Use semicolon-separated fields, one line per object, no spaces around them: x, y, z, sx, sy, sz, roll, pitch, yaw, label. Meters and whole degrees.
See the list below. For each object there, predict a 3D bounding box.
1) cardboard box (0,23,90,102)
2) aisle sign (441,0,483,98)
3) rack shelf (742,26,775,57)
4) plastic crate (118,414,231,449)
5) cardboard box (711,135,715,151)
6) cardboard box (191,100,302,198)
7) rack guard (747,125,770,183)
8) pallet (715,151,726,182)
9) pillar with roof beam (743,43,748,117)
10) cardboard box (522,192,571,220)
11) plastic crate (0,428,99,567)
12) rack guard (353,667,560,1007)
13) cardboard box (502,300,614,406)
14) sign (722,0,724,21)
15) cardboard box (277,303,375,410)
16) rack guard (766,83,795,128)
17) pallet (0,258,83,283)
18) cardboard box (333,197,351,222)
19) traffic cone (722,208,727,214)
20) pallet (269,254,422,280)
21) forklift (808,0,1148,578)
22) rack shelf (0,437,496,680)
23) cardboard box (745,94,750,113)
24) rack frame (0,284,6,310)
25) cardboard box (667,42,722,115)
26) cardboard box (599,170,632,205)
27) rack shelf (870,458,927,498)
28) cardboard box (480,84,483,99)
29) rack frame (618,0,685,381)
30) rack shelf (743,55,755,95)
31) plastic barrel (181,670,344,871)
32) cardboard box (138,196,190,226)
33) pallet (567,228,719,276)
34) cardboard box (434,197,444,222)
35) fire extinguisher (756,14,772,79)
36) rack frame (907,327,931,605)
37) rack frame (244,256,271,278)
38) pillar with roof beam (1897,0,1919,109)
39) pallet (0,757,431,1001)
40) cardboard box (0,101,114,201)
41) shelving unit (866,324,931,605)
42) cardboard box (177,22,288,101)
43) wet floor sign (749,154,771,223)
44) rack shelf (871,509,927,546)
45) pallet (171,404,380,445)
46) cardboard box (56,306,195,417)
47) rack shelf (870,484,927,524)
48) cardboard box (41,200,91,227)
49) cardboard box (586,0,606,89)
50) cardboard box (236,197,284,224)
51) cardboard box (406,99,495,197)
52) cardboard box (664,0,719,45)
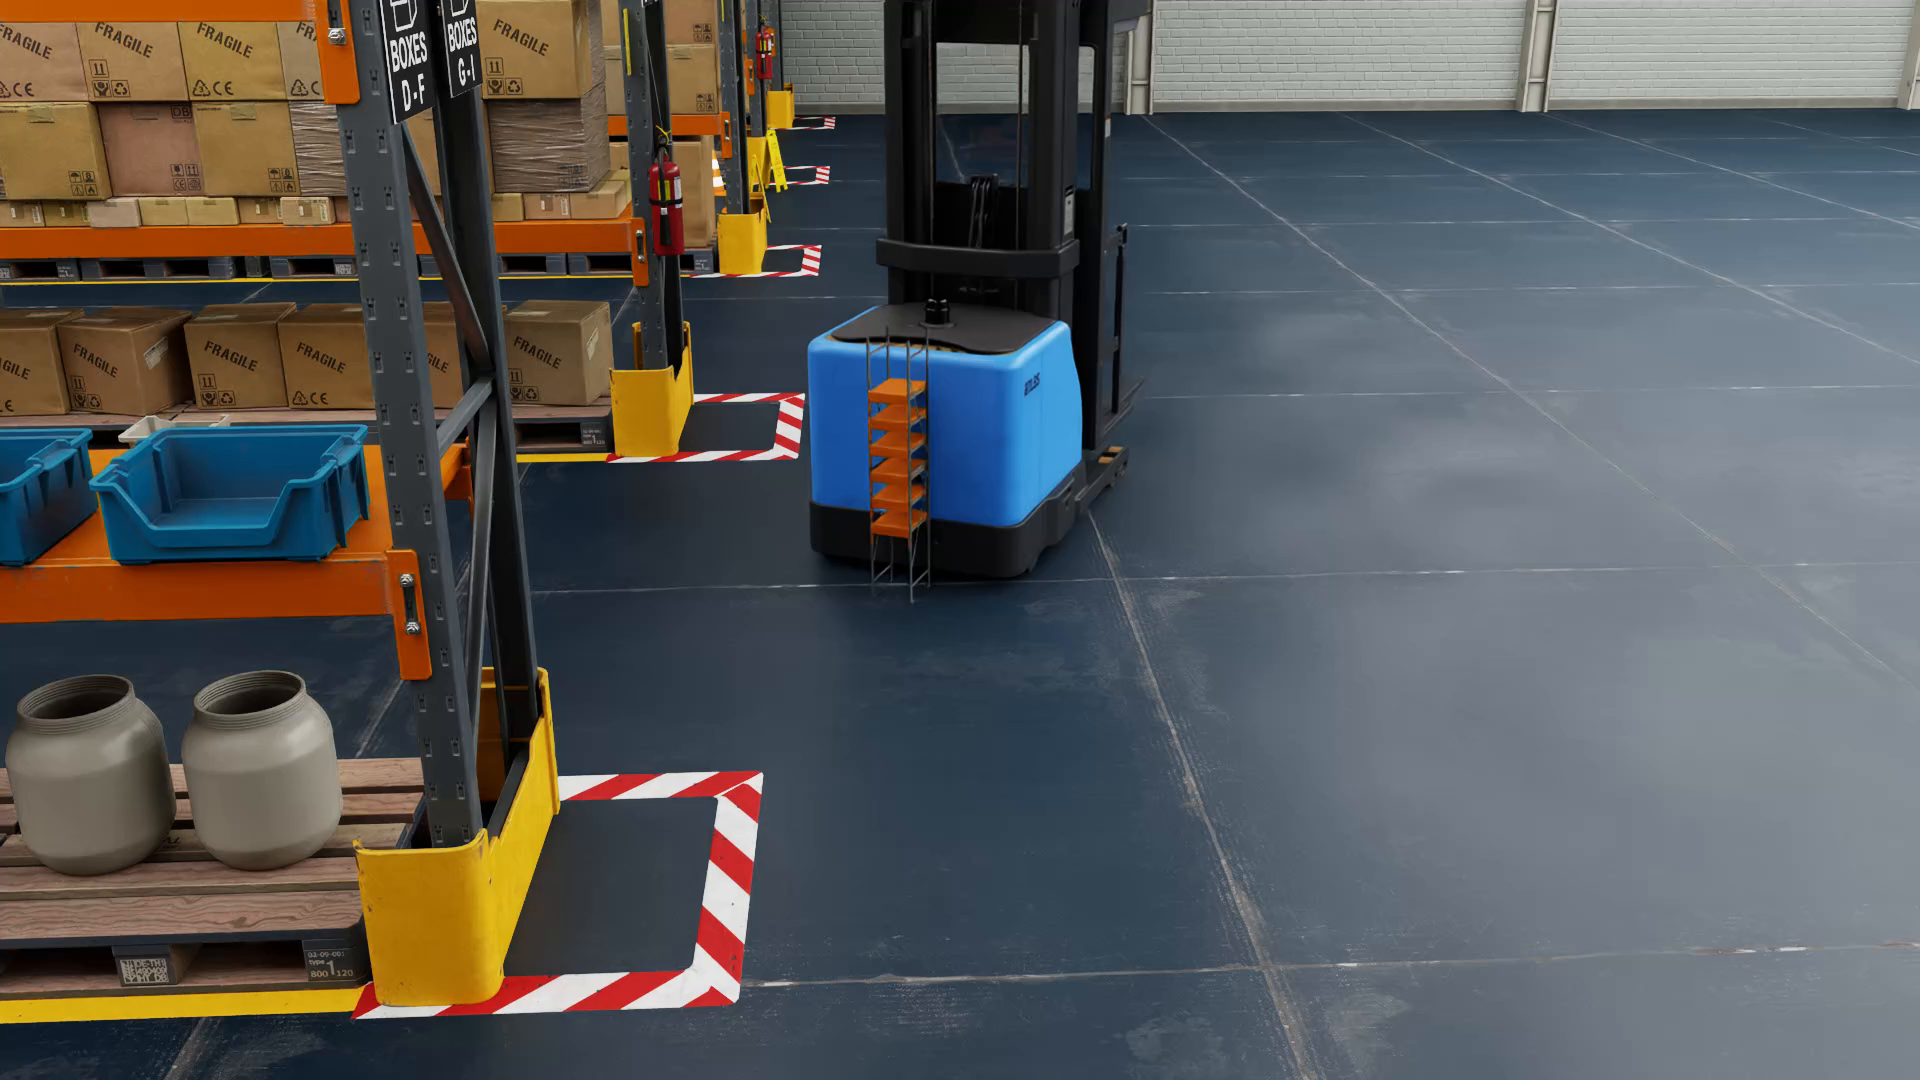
-4.758;-2.578;8.713;0.500;0.500;0.500;-1;21;-3;cardboard box
-1.389;-1.638;4.553;0.004;0.787;0.394;-1;21;-3;aisle sign
-4.577;-6.983;23.258;4.000;0.370;1.077;-1;21;-3;rack shelf
-2.356;-0.290;5.038;0.250;0.136;0.298;-1;21;-3;plastic crate
-3.114;-4.590;19.236;0.500;0.250;0.500;-1;21;-3;cardboard box
-3.772;-2.207;9.144;0.500;0.500;0.875;-1;21;-3;cardboard box
-2.369;-4.427;19.047;0.348;0.500;1.175;-1;21;-3;rack guard
-3.182;-4.288;19.088;1.213;0.211;1.003;-1;21;-3;pallet
-3.081;-8.941;18.957;0.400;9.000;9.100;-1;21;-3;pillar with roof beam
-2.250;-1.875;9.184;0.250;0.149;0.380;-1;21;-3;cardboard box
-2.576;-0.120;4.430;0.408;0.251;0.499;-1;21;-3;plastic crate
-1.518;0.869;5.135;0.348;0.500;1.175;-1;21;-3;rack guard
-2.352;-1.098;9.712;0.500;0.500;0.500;3;21;7;cardboard box
-1.892;-4.299;13.238;0.005;0.325;0.100;-1;21;-3;sign
-3.573;-1.068;9.632;0.500;0.500;0.500;1;21;2;cardboard box
-2.556;-6.192;23.683;0.348;0.500;1.175;-1;21;-3;rack guard
-7.890;-2.388;14.096;1.213;0.211;1.003;-1;21;-3;pallet
-3.247;-1.849;9.115;0.250;0.149;0.380;-1;21;-3;cardboard box
-2.246;-3.557;16.813;0.334;0.463;0.336;-1;21;-3;traffic cone
-5.139;-2.444;14.243;1.213;0.211;1.003;-1;21;-3;pallet
0.281;-1.692;8.446;1.130;2.935;3.031;7;22;19;forklift
-3.441;0.060;4.760;4.000;0.370;1.077;-1;21;-3;rack shelf
-3.031;-6.150;23.332;0.500;0.250;0.500;-1;21;-3;cardboard box
-5.721;-1.995;9.146;0.127;3.000;1.000;-1;21;-3;rack frame
-2.277;-3.887;13.904;0.550;0.550;0.875;-1;21;-3;cardboard box
-2.025;-2.038;9.612;0.250;0.149;0.380;-1;21;-3;cardboard box
-0.264;-0.283;7.301;0.180;0.103;0.258;7;22;19;rack shelf
-2.761;-2.619;8.819;0.500;0.500;0.500;-1;21;-3;cardboard box
-1.727;-2.077;9.360;0.127;3.000;1.000;-1;21;-3;rack frame
-4.290;-5.220;18.627;4.000;0.370;1.077;-1;21;-3;rack shelf
-2.097;0.690;5.000;0.421;0.512;0.421;0;21;0;plastic barrel
-4.242;-1.810;9.011;0.250;0.149;0.380;-1;21;-3;cardboard box
-2.703;-2.493;14.373;1.213;0.211;1.003;-1;21;-3;pallet
-2.747;-1.852;9.123;0.250;0.149;0.380;-1;21;-3;cardboard box
-2.152;-5.399;18.196;0.183;0.674;0.296;-1;21;-3;fire extinguisher
-0.178;-0.313;7.255;0.006;1.200;0.240;7;22;19;rack frame
-5.903;-3.759;13.779;0.127;3.000;1.000;-1;21;-3;rack frame
14.890;-9.306;19.917;0.400;9.000;9.100;-1;21;-3;pillar with roof beam
-2.329;1.019;5.148;1.213;0.211;1.003;-1;21;-3;pallet
-4.767;-2.166;9.036;0.500;0.500;0.875;-1;21;-3;cardboard box
-0.264;-0.324;7.285;0.189;1.200;0.258;7;22;19;shelving unit
-3.760;-2.602;8.776;0.500;0.500;0.500;-1;21;-3;cardboard box
-1.994;-3.444;16.261;0.232;0.644;0.267;-5;21;-12;wet floor sign
-0.264;-0.059;7.387;0.180;0.103;0.258;7;22;19;rack shelf
-3.831;-0.744;9.779;1.213;0.211;1.003;-1;21;-3;pallet
-4.748;-1.032;9.538;0.500;0.500;0.500;5;22;14;cardboard box
-0.264;-0.171;7.344;0.180;0.103;0.258;7;22;19;rack shelf
-4.741;-1.799;8.984;0.250;0.149;0.380;-1;21;-3;cardboard box
-2.292;-2.815;9.336;0.500;0.500;0.500;-1;21;-3;cardboard box
-3.745;-1.832;9.070;0.250;0.149;0.380;-1;21;-3;cardboard box
-2.770;-2.208;9.147;0.500;0.500;0.875;-1;21;-3;cardboard box
-2.282;-4.422;13.790;0.550;0.550;0.875;-1;21;-3;cardboard box
